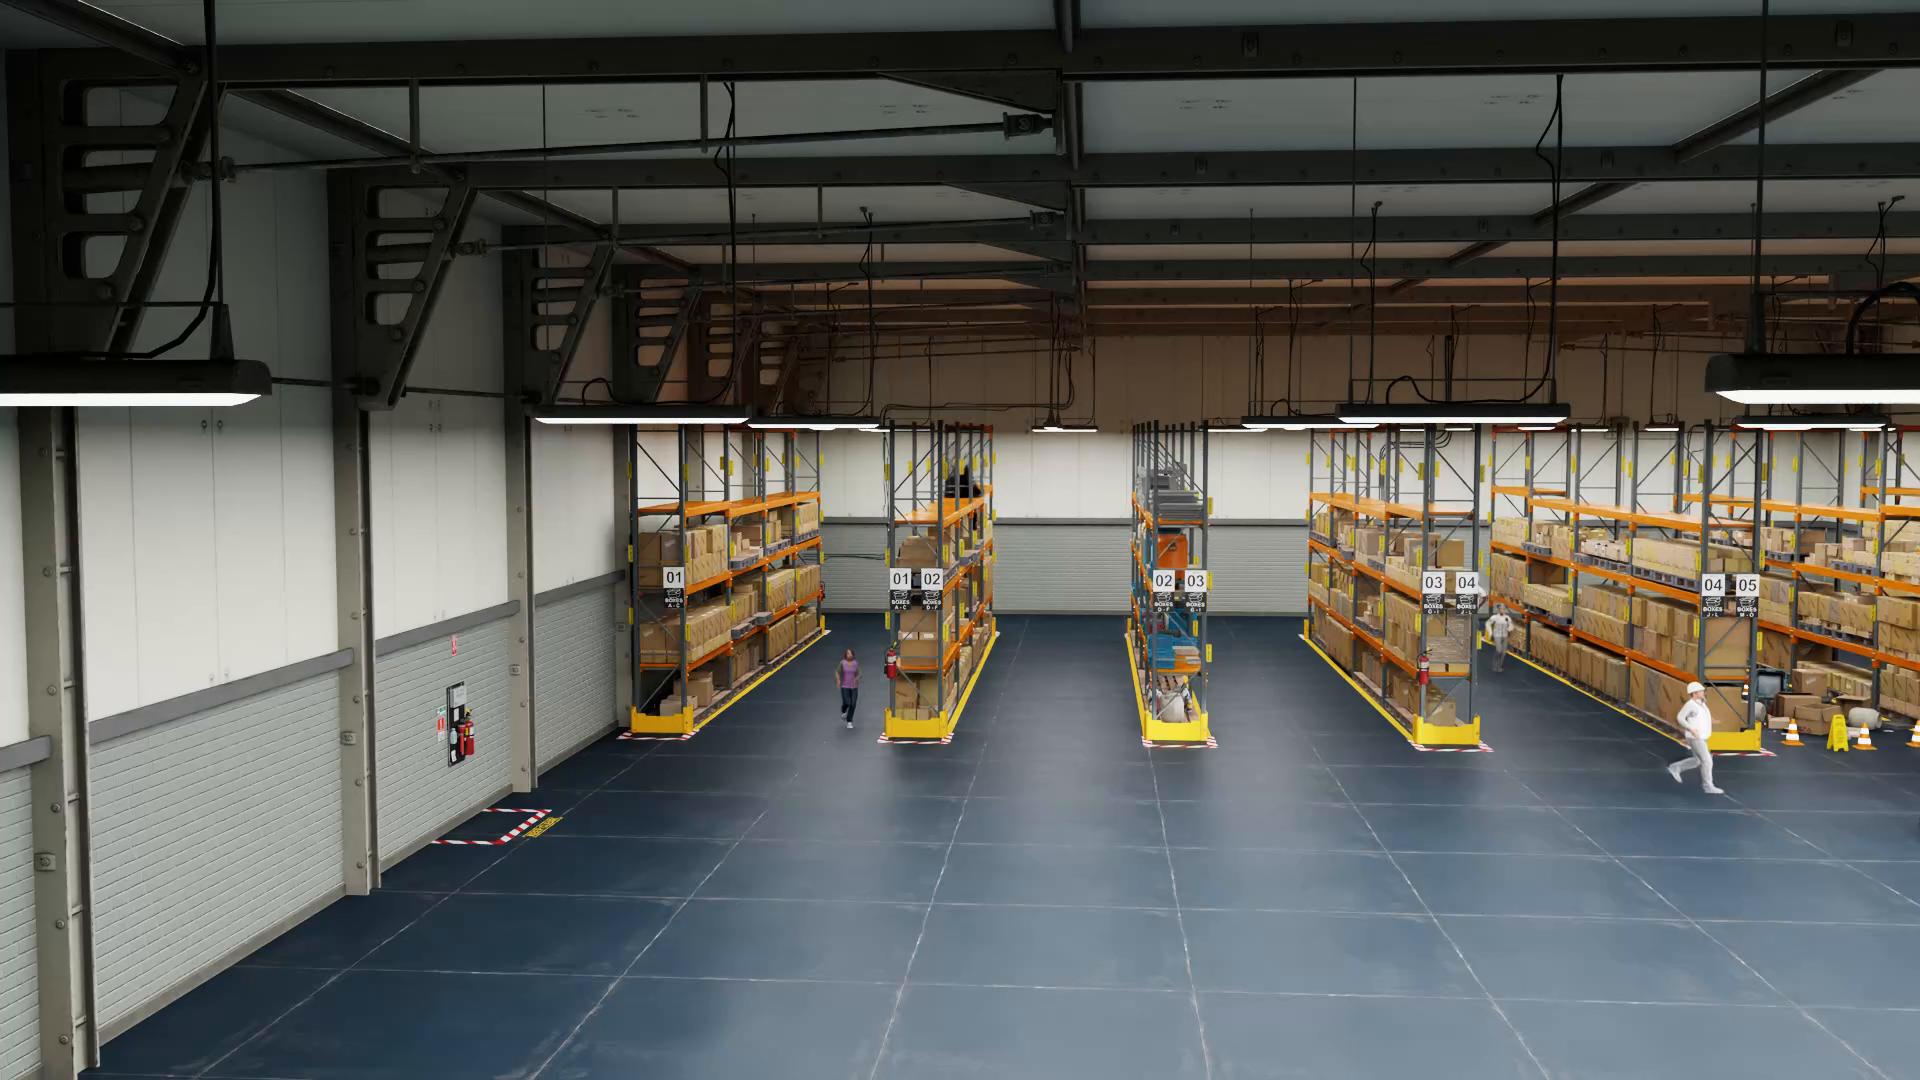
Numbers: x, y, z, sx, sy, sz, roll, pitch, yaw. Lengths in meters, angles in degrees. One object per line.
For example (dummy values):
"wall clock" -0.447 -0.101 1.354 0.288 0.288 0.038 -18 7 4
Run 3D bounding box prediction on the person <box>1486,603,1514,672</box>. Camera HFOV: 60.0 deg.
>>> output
"person" 12.995 2.350 39.925 0.591 1.670 0.634 0 4 2

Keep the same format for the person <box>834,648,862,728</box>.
"person" -2.165 2.893 32.444 0.530 1.558 0.537 -1 4 -10

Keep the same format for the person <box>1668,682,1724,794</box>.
"person" 11.794 3.151 26.642 0.919 1.750 0.667 3 5 42

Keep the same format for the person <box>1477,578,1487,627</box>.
"person" 14.544 1.880 47.173 0.860 1.718 0.763 -1 4 -22
